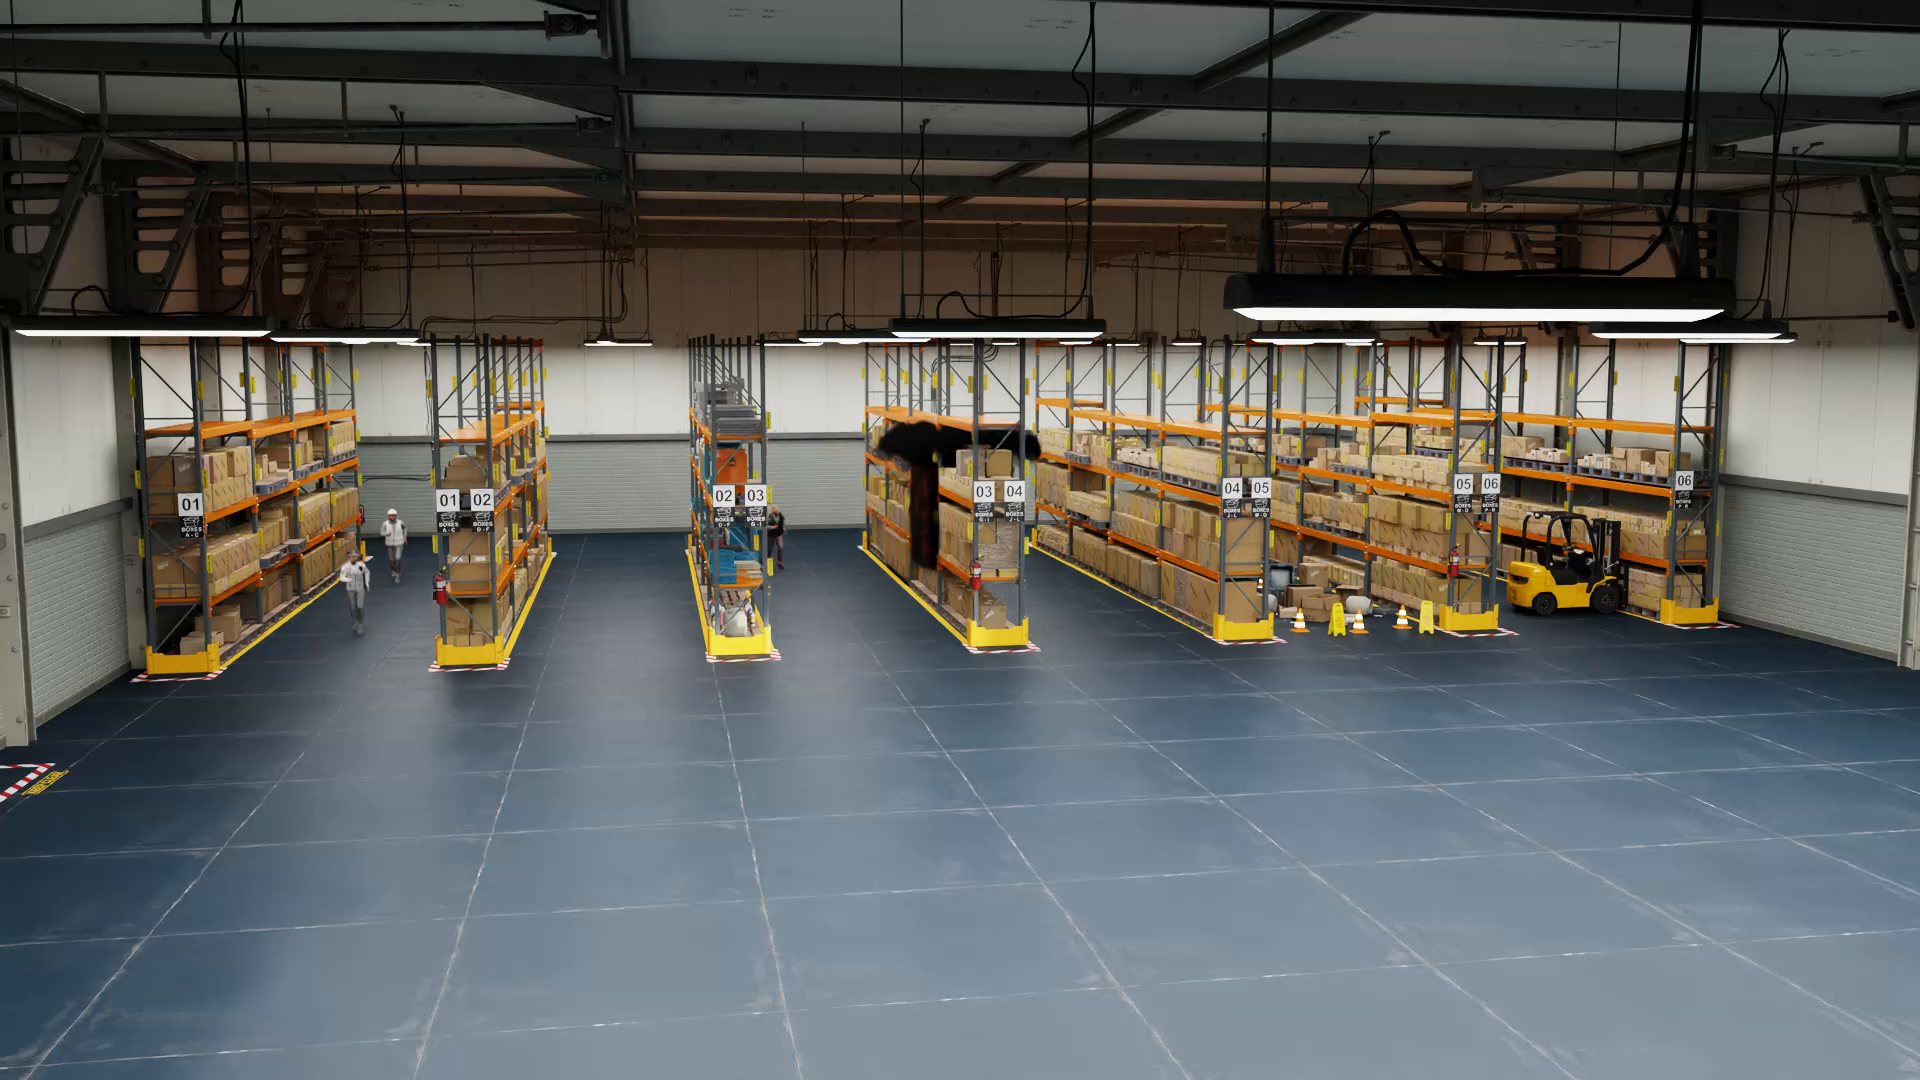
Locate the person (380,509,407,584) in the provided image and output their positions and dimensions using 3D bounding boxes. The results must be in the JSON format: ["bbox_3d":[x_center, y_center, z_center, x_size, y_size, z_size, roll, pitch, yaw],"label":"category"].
[{"bbox_3d":[-13.973,0.136,41.043,0.609,1.827,0.868,-1,7,-12],"label":"person"}]

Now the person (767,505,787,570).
[{"bbox_3d":[-4.852,-0.096,43.494,0.666,1.695,0.972,-3,7,-23],"label":"person"}]

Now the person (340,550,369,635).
[{"bbox_3d":[-12.218,1.046,33.587,0.547,1.737,0.804,-2,7,-16],"label":"person"}]
